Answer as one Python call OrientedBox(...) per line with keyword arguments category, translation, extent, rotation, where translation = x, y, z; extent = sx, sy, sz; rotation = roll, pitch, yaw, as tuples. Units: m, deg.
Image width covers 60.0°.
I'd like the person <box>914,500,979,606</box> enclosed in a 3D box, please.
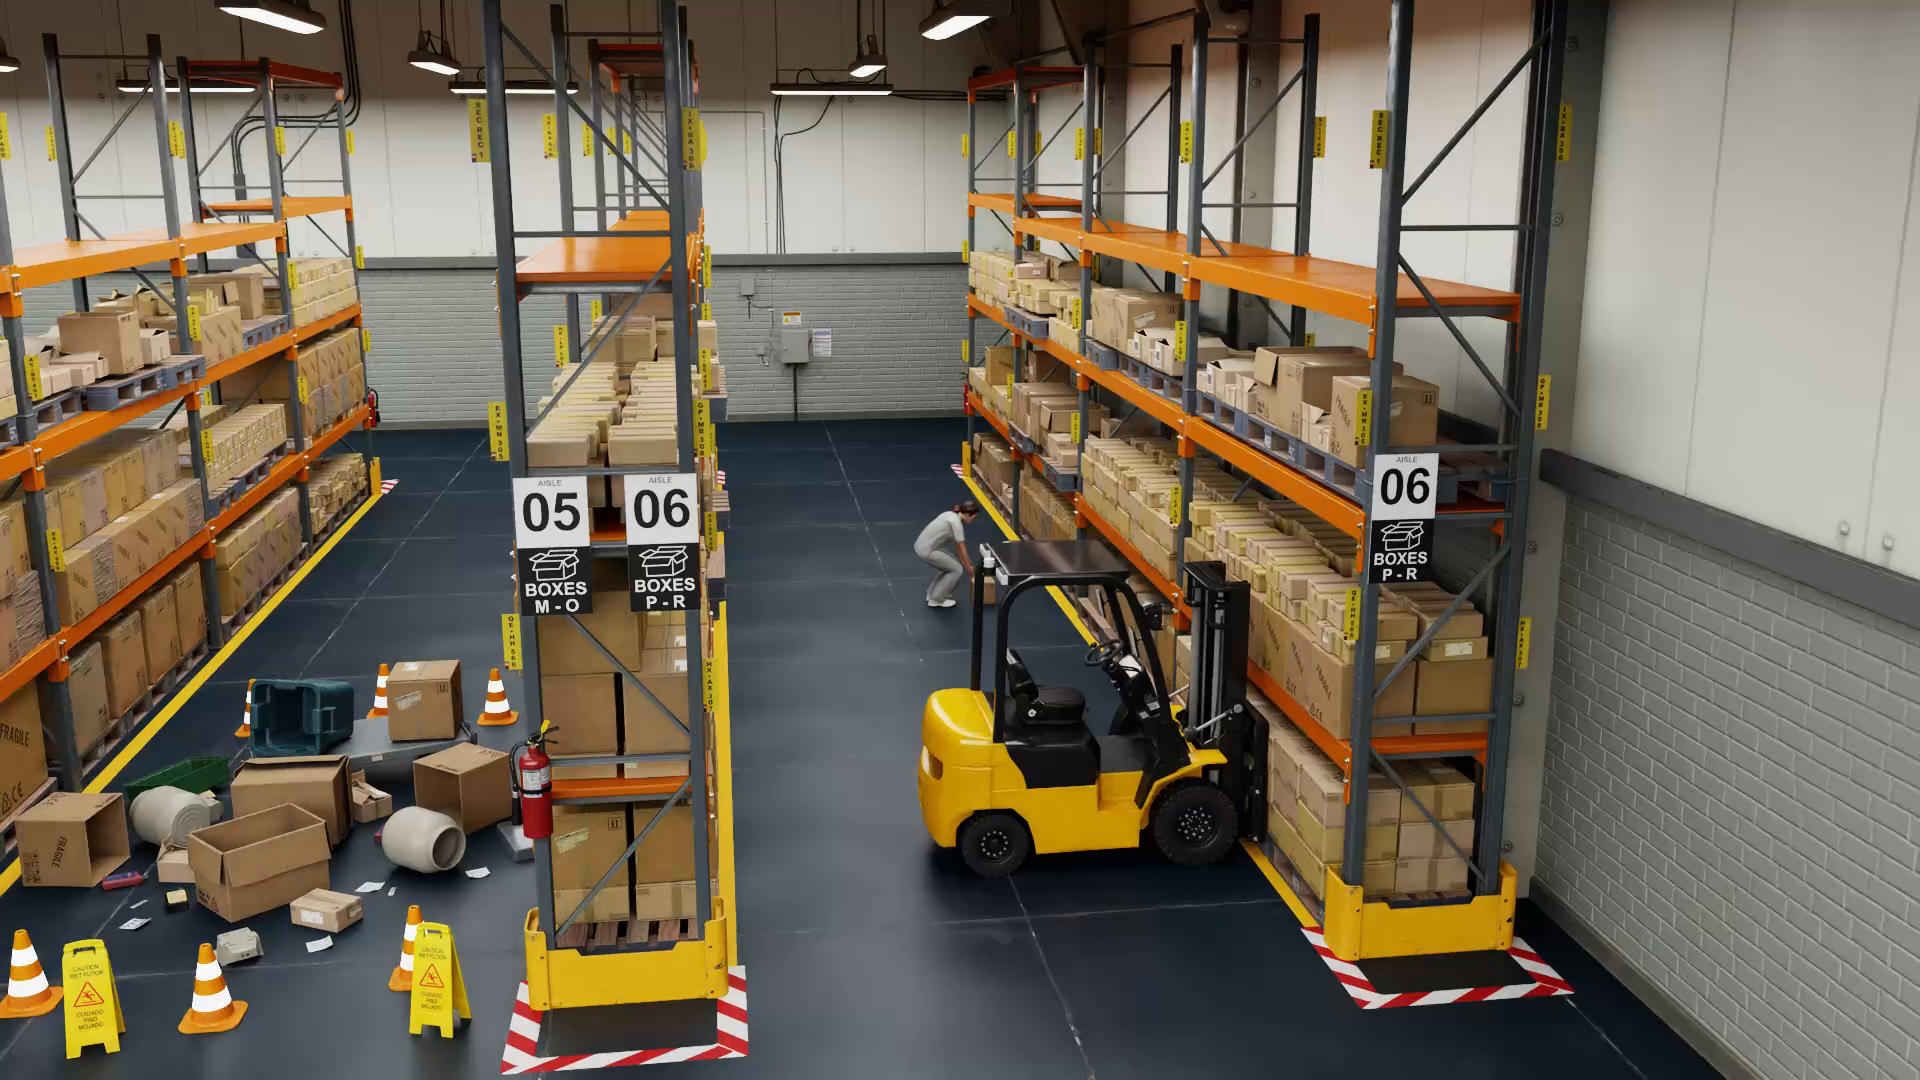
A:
OrientedBox(category="person", translation=(-0.148, 0.135, 18.550), extent=(0.741, 1.158, 0.496), rotation=(-2, 13, -8))
